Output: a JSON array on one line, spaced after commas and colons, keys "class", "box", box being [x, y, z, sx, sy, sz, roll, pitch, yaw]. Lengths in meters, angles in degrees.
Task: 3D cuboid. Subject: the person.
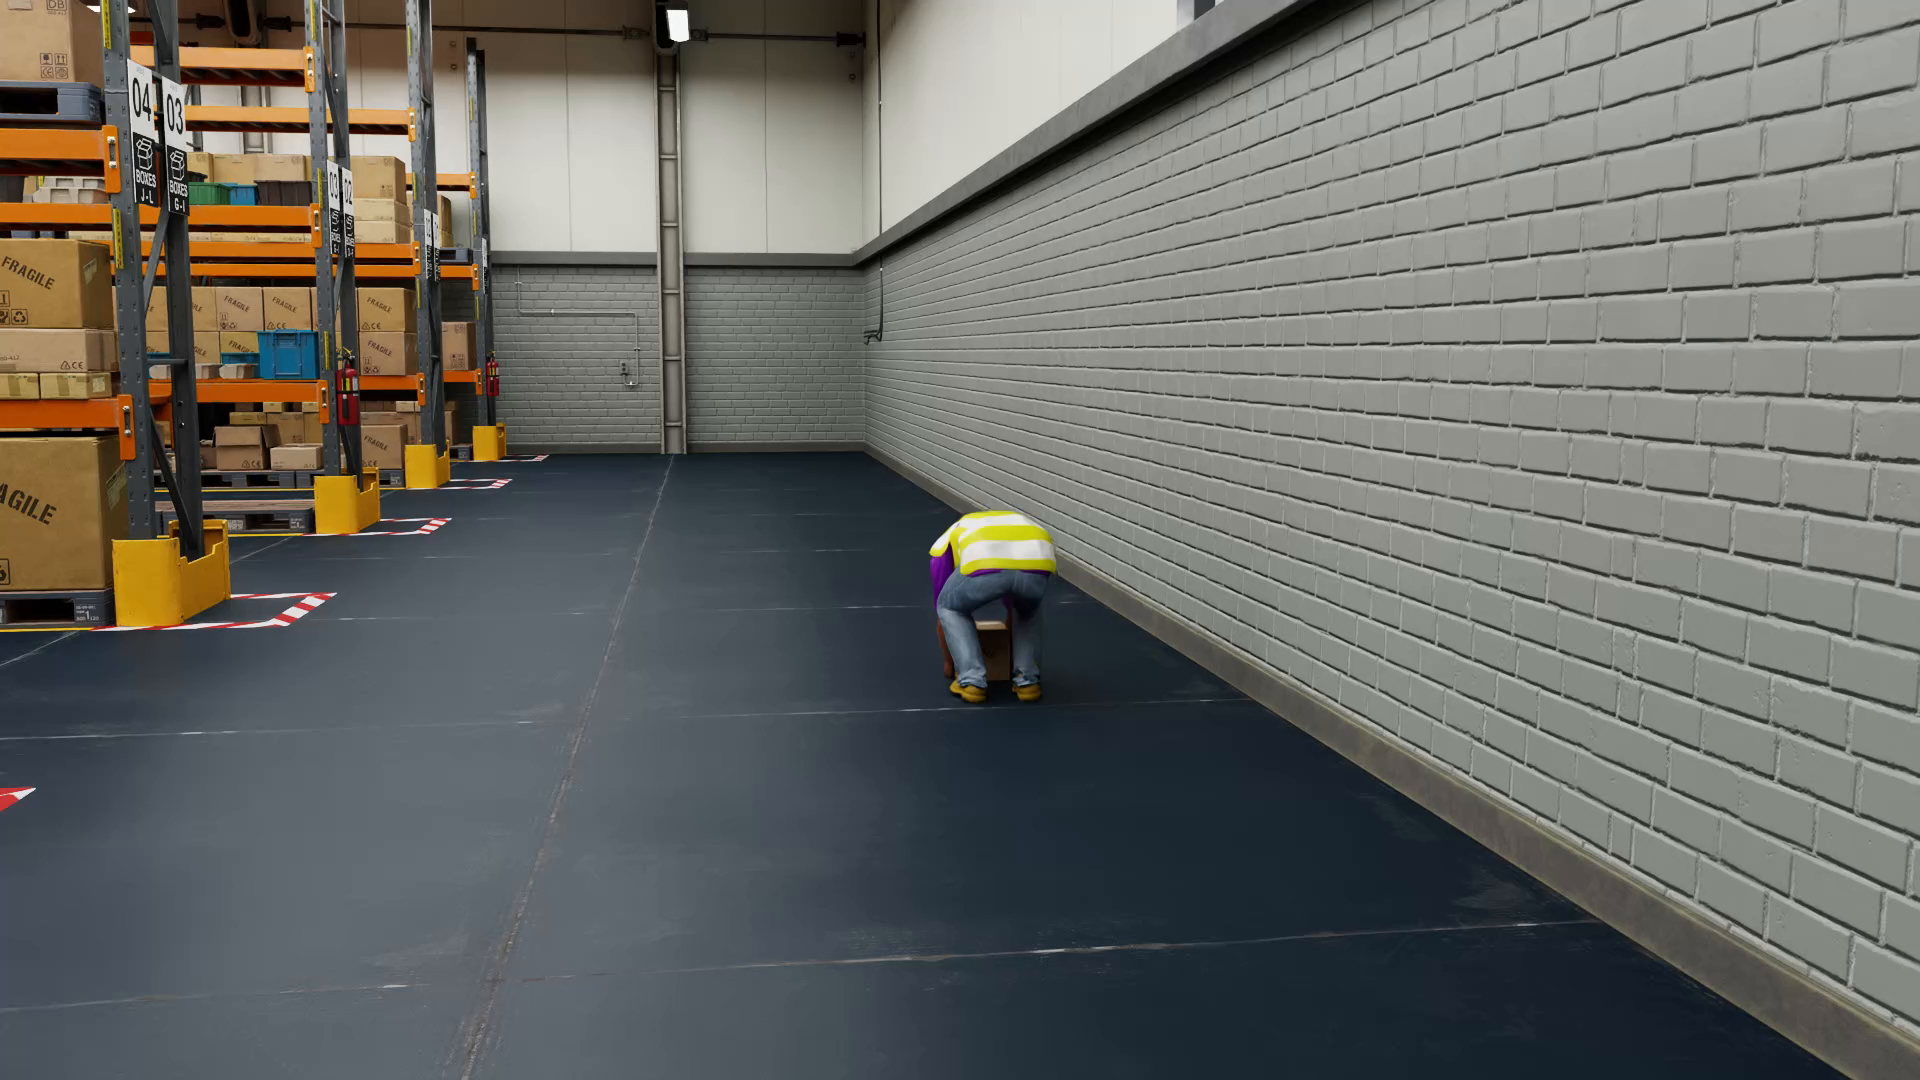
[{"class": "person", "box": [0.133, 0.288, 7.742, 0.516, 0.863, 0.980, -1, 7, -11]}]
